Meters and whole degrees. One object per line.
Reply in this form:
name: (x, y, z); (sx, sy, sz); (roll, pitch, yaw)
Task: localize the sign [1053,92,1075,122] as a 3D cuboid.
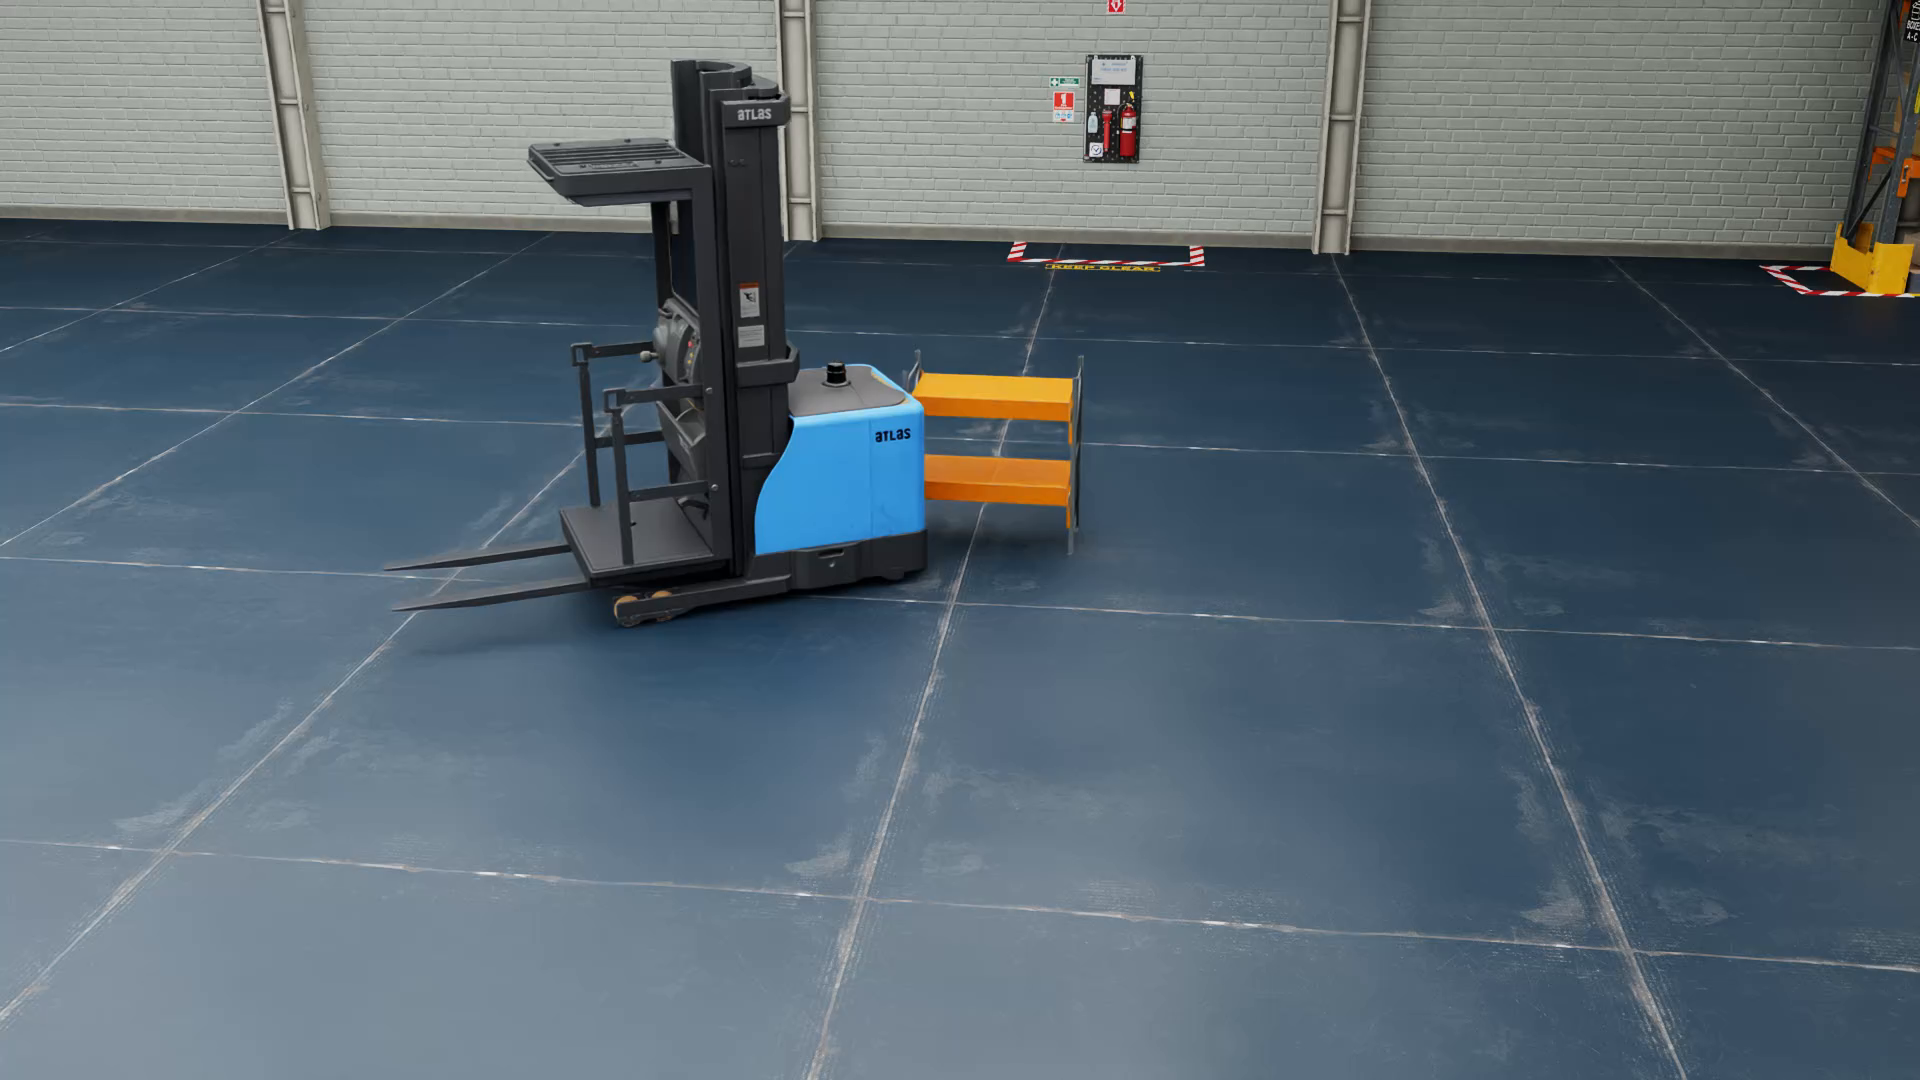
sign: (1.154, -4.821, 18.506); (0.234, 0.329, 0.001); (2, 22, 6)

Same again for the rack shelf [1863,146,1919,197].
rack shelf: (11.288, -3.656, 16.585); (4.000, 0.370, 1.077); (2, 22, 6)

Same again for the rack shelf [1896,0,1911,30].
rack shelf: (11.288, -5.051, 16.034); (4.000, 0.370, 1.077); (2, 22, 6)

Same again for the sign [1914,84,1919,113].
sign: (9.238, -4.281, 16.012); (0.005, 0.325, 0.100); (2, 22, 6)

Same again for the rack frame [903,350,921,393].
rack frame: (-0.293, -0.574, 10.362); (0.032, 1.125, 0.500); (3, 22, 7)

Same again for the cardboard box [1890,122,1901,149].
cardboard box: (9.789, -4.067, 16.824); (0.500, 0.250, 0.500); (3, 22, 7)

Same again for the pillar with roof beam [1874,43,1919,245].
pillar with roof beam: (9.592, -5.581, 12.316); (0.400, 9.000, 9.100); (2, 22, 6)

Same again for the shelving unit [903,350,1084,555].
shelving unit: (0.210, -0.548, 10.297); (1.048, 1.125, 0.538); (3, 22, 7)

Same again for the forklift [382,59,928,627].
forklift: (-1.761, -1.103, 9.244); (3.031, 2.935, 1.130); (-8, 23, -20)

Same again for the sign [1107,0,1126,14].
sign: (1.695, -5.858, 18.023); (0.199, 0.298, 0.001); (2, 22, 6)

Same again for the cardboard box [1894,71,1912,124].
cardboard box: (9.795, -4.422, 16.703); (0.500, 0.500, 0.500); (2, 22, 6)

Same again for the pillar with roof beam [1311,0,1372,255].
pillar with roof beam: (3.634, -5.840, 12.972); (0.400, 9.000, 9.100); (2, 22, 6)

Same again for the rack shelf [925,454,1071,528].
rack shelf: (0.210, -0.321, 10.387); (1.000, 0.278, 0.538); (3, 22, 7)

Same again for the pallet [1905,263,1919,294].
pallet: (10.180, -2.729, 17.055); (1.213, 0.211, 1.003); (2, 22, 6)

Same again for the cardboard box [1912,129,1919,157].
cardboard box: (9.749, -3.879, 16.349); (0.500, 0.250, 0.500); (2, 22, 5)

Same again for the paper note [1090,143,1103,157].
paper note: (1.523, -4.366, 18.602); (0.142, 0.148, 0.016); (2, 22, 6)

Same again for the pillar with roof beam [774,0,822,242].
pillar with roof beam: (-2.324, -6.100, 13.629); (0.400, 9.000, 9.100); (2, 22, 6)

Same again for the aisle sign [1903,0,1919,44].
aisle sign: (9.195, -5.179, 15.925); (0.004, 0.787, 0.394); (2, 22, 6)

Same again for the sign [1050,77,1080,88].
sign: (1.157, -5.064, 18.400); (0.331, 0.109, 0.001); (2, 22, 6)

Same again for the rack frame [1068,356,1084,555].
rack frame: (0.714, -0.522, 10.231); (0.032, 1.125, 0.500); (3, 22, 7)

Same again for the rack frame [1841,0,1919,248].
rack frame: (9.302, -4.077, 16.672); (0.127, 3.000, 1.000); (2, 22, 6)

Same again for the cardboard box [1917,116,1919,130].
cardboard box: (9.741, -4.235, 16.228); (0.500, 0.500, 0.500); (3, 22, 6)

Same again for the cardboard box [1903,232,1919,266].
cardboard box: (9.978, -2.968, 16.927); (0.500, 0.311, 0.500); (0, 22, 0)

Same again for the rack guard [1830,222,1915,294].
rack guard: (9.377, -2.911, 17.123); (0.348, 0.500, 1.175); (2, 22, 6)

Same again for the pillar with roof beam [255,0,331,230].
pillar with roof beam: (-8.283, -6.359, 14.286); (0.400, 9.000, 9.100); (2, 22, 6)

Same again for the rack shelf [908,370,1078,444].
rack shelf: (0.210, -0.820, 10.189); (1.000, 0.278, 0.538); (3, 22, 7)

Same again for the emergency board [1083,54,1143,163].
emergency board: (1.691, -4.743, 18.357); (0.643, 1.169, 0.194); (2, 22, 6)
